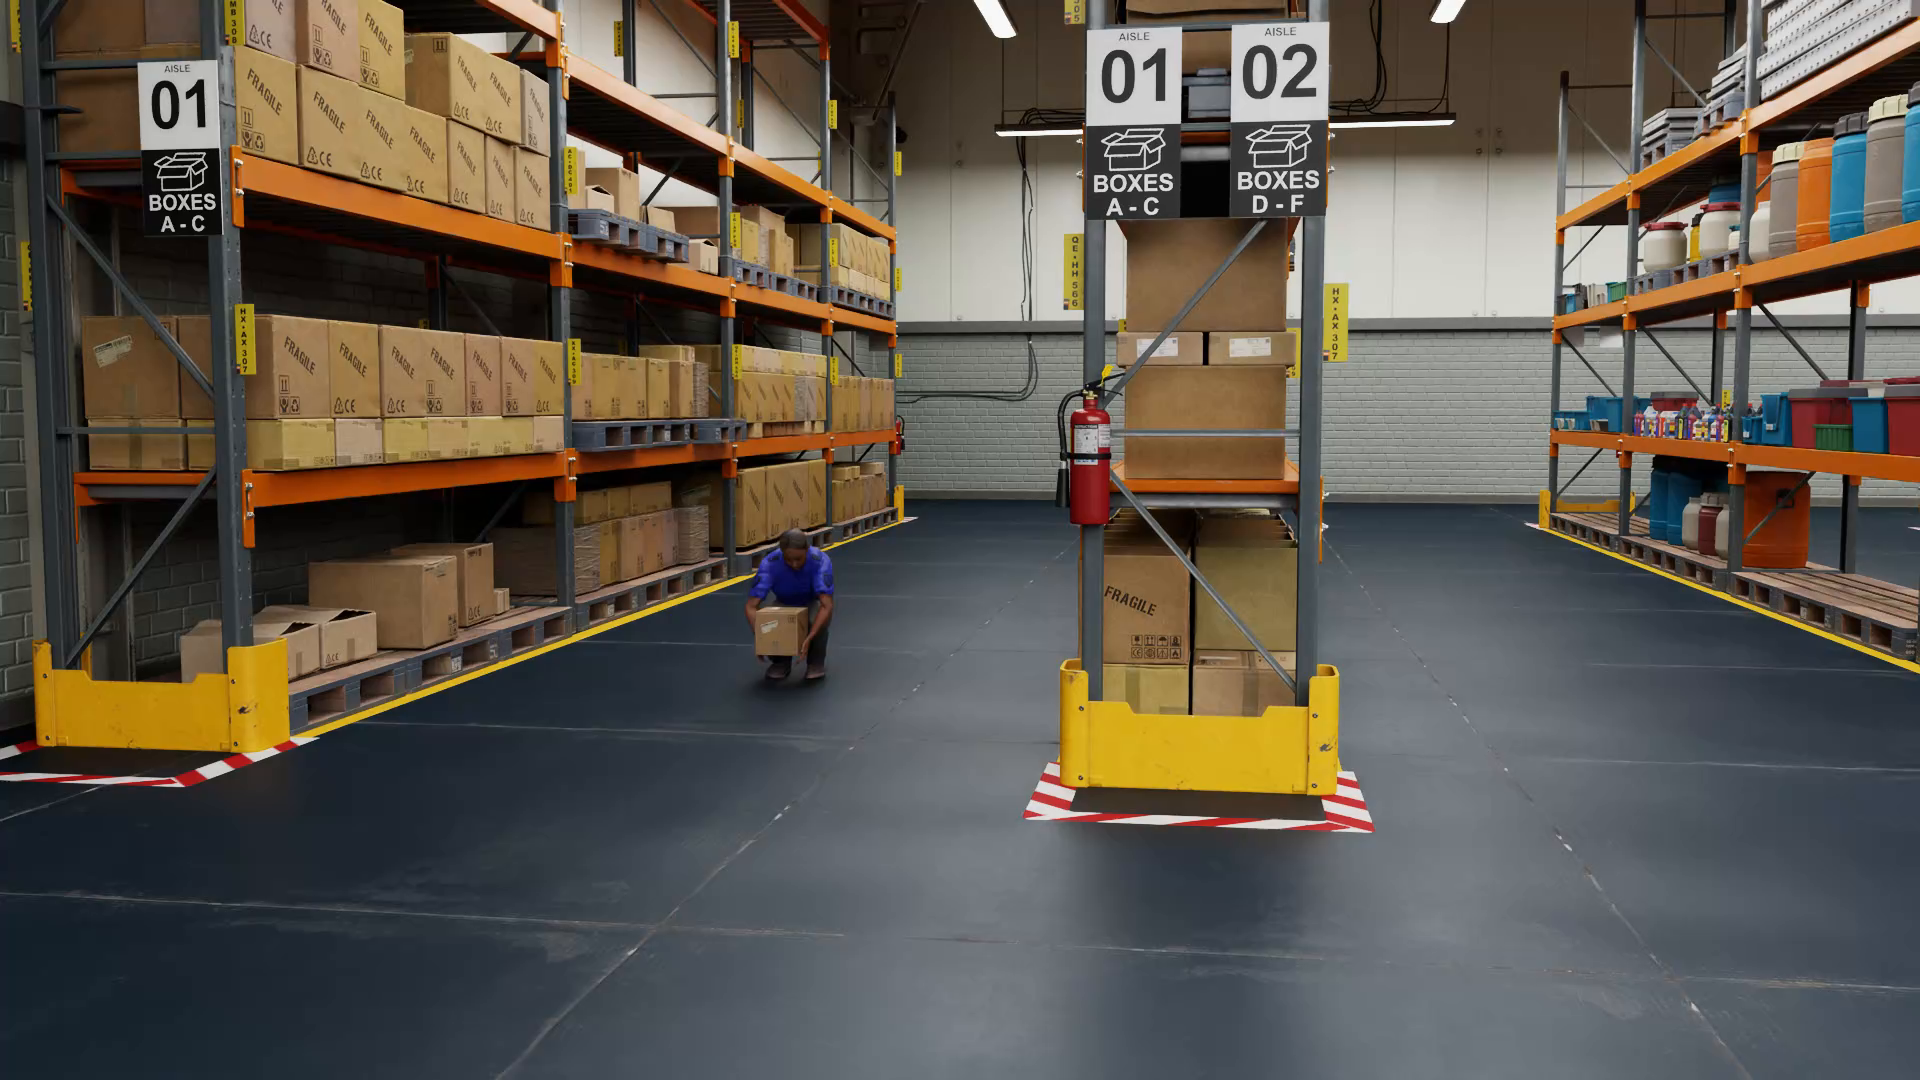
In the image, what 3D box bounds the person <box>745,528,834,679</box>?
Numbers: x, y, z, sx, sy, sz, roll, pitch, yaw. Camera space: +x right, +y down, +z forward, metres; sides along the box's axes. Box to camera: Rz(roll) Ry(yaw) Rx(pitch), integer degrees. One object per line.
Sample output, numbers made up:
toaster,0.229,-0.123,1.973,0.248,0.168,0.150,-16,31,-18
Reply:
person,-0.993,0.380,9.885,0.535,0.924,0.685,1,5,9
